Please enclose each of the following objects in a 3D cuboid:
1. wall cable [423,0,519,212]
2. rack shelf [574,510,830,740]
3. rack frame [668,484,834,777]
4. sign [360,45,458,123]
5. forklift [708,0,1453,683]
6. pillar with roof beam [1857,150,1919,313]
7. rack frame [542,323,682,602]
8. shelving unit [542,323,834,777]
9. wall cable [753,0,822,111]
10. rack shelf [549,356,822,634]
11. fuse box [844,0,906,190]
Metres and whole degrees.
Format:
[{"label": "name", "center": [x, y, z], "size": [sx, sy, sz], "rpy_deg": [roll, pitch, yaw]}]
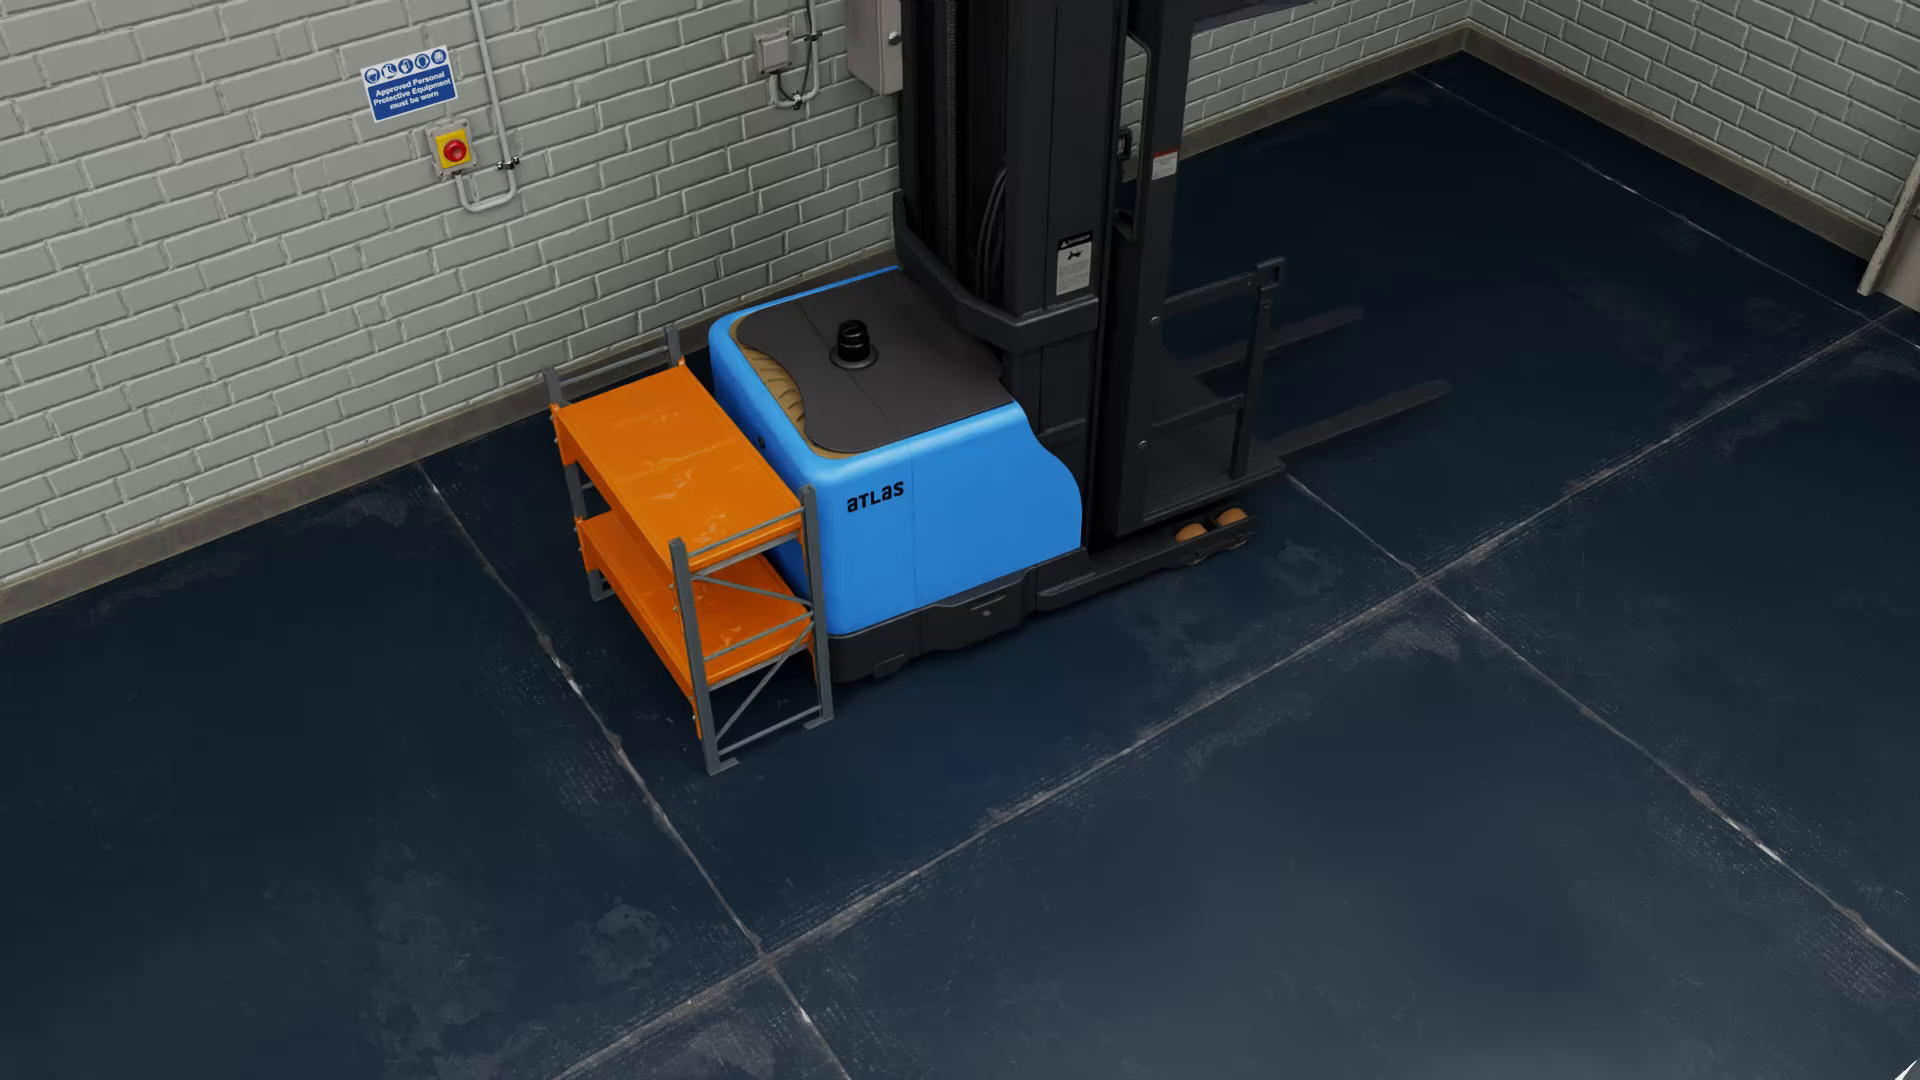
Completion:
[{"label": "wall cable", "center": [-1.958, -1.951, 5.863], "size": [0.585, 1.953, 0.123], "rpy_deg": [-26, 49, -24]}, {"label": "rack shelf", "center": [-0.952, 0.208, 6.072], "size": [0.538, 0.278, 1.000], "rpy_deg": [-24, 49, -23]}, {"label": "rack frame", "center": [-0.679, 0.327, 5.593], "size": [0.500, 1.125, 0.032], "rpy_deg": [-24, 49, -23]}, {"label": "sign", "center": [-2.033, -1.686, 6.148], "size": [0.327, 0.218, 0.001], "rpy_deg": [-26, 49, -24]}, {"label": "forklift", "center": [0.617, -1.265, 5.953], "size": [3.031, 2.935, 1.130], "rpy_deg": [-20, 47, -20]}, {"label": "pillar with roof beam", "center": [1.022, -2.704, 3.065], "size": [9.100, 9.000, 0.400], "rpy_deg": [-26, 49, -24]}, {"label": "rack frame", "center": [-1.224, -0.265, 6.213], "size": [0.500, 1.125, 0.032], "rpy_deg": [-24, 49, -23]}, {"label": "shelving unit", "center": [-0.952, 0.031, 5.903], "size": [0.538, 1.125, 1.048], "rpy_deg": [-24, 49, -23]}, {"label": "wall cable", "center": [-0.801, -2.507, 6.468], "size": [0.588, 1.984, 0.122], "rpy_deg": [-26, 49, -24]}, {"label": "rack shelf", "center": [-0.952, -0.181, 5.701], "size": [0.538, 0.278, 1.000], "rpy_deg": [-24, 49, -23]}, {"label": "fuse box", "center": [-0.152, -1.854, 7.453], "size": [0.539, 1.711, 0.414], "rpy_deg": [-26, 49, -24]}]
